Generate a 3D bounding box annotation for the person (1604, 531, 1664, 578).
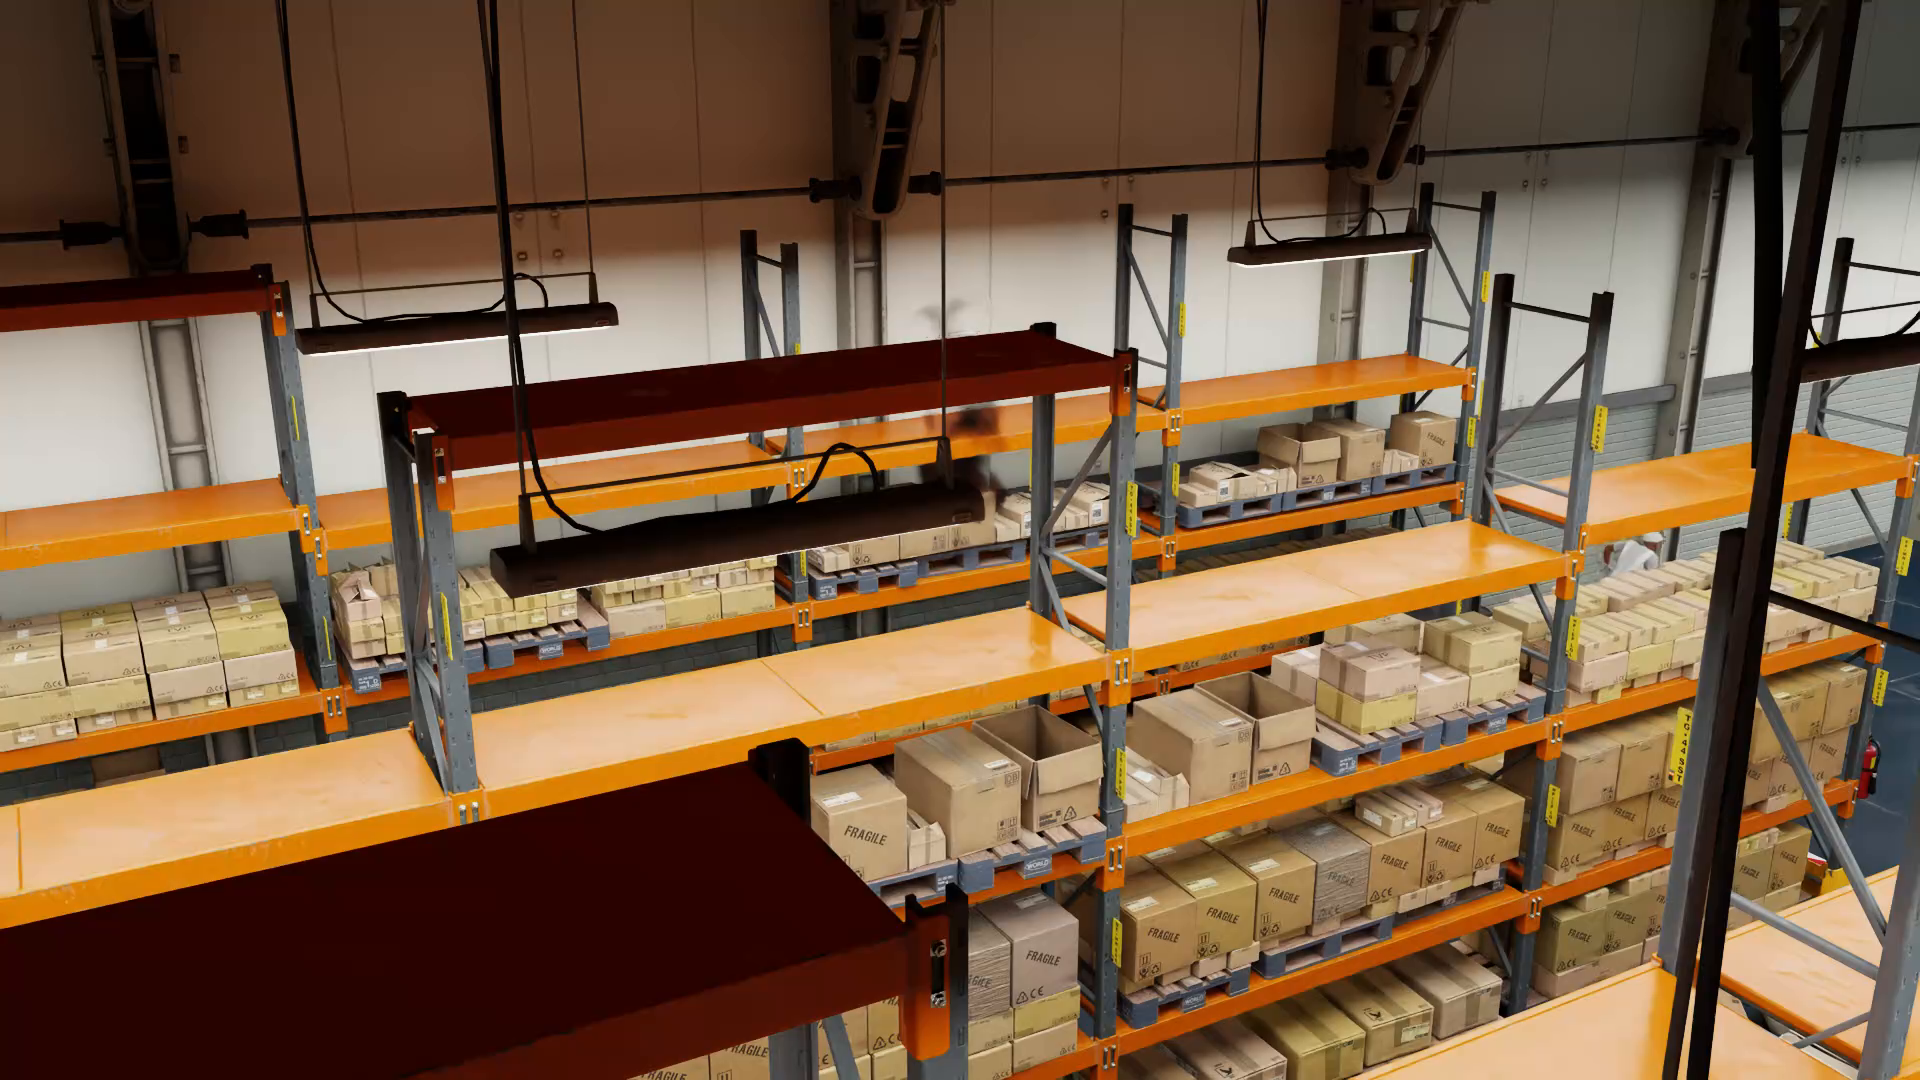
[{"bbox_3d":[8.239,0.717,20.762,1.028,1.724,0.730,-6,19,-18],"label":"person"}]
